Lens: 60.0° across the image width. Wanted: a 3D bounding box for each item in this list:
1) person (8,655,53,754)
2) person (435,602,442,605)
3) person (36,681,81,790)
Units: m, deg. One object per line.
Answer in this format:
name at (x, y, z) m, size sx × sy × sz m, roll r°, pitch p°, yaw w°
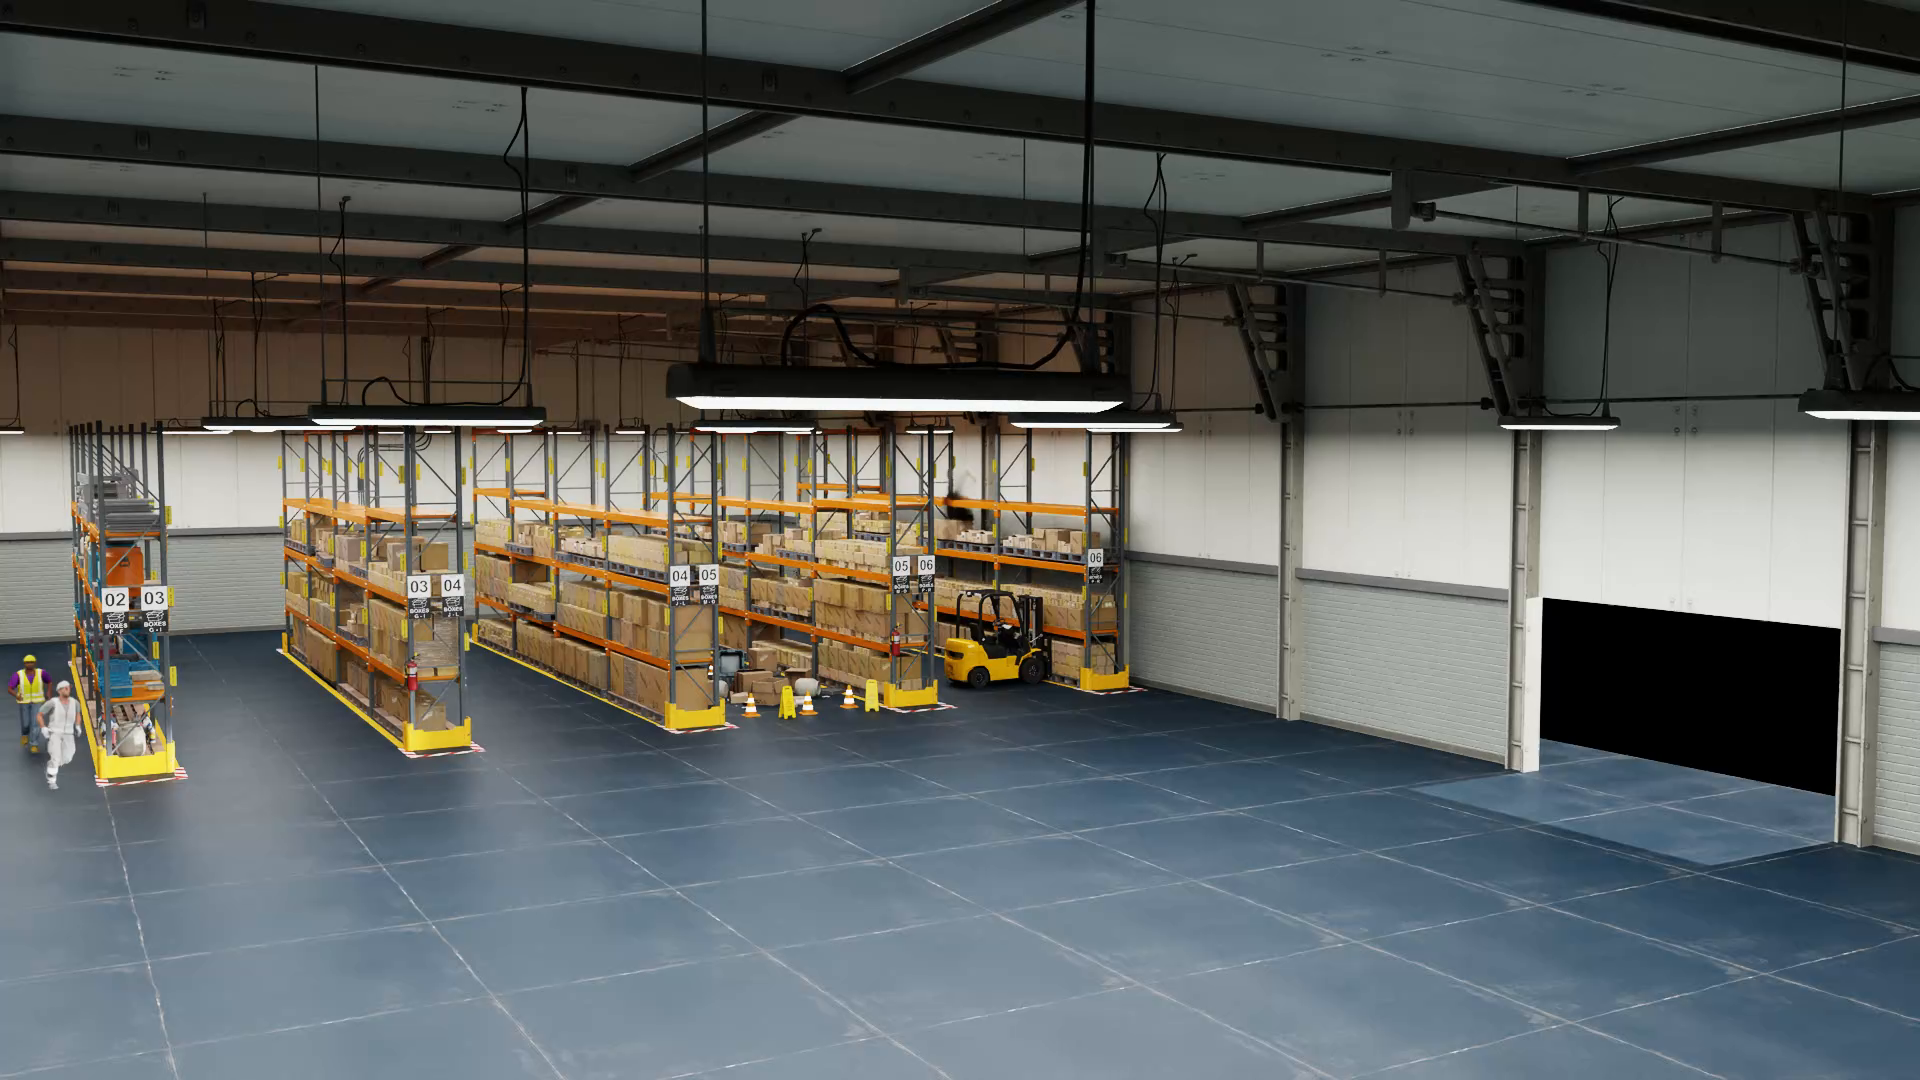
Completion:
person at (-16.967, 2.973, 30.374) m, size 0.725 × 1.767 × 0.800 m, roll -2°, pitch 4°, yaw -32°
person at (-14.681, 1.969, 46.325) m, size 0.734 × 1.767 × 0.910 m, roll 2°, pitch 4°, yaw 26°
person at (-14.794, 3.182, 27.334) m, size 0.576 × 1.731 × 0.712 m, roll 3°, pitch 4°, yaw 38°
